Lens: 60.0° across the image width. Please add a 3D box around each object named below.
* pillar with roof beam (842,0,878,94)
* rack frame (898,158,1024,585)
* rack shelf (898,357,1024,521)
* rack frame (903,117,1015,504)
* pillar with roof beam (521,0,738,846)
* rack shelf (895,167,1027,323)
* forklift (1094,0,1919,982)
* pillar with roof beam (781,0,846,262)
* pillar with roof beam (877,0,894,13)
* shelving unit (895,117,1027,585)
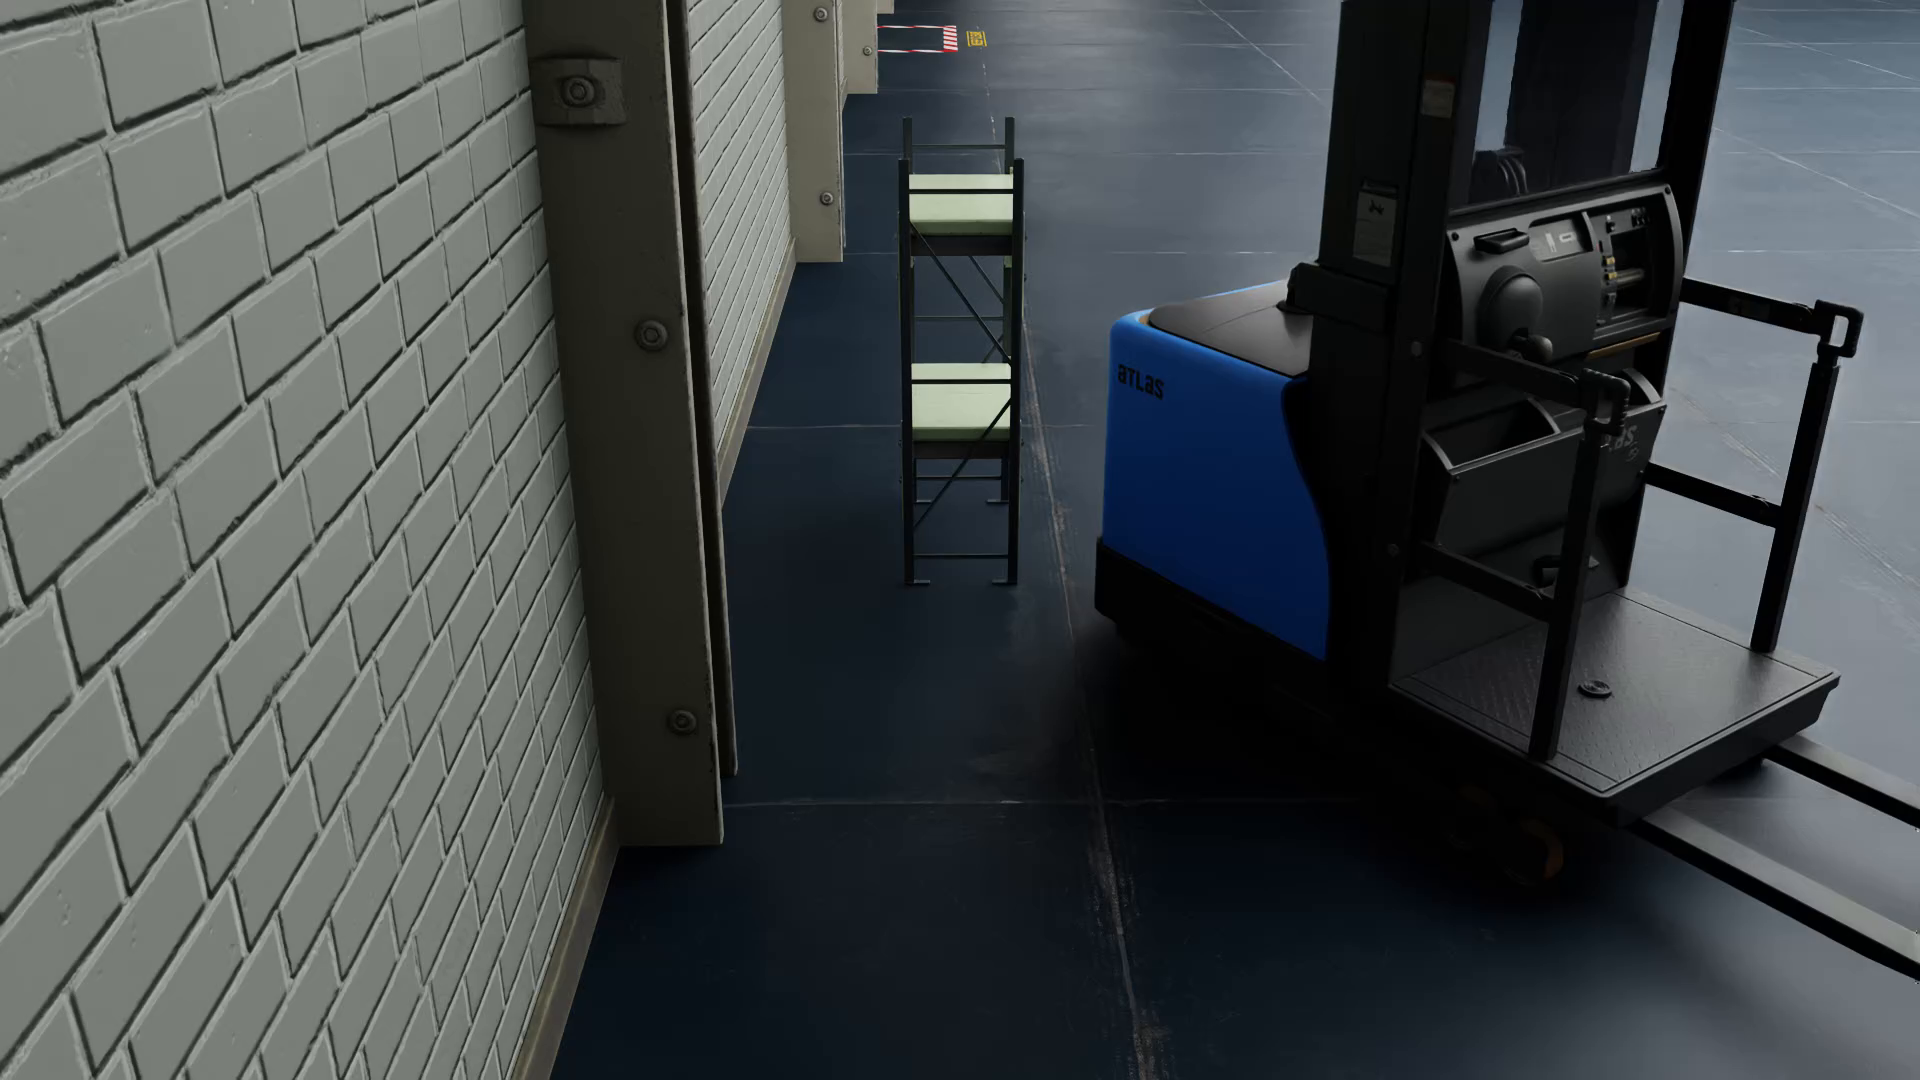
[{"bbox_3d":[3.379,-8.330,13.748,9.100,9.000,0.400,0,24,-1],"label":"pillar with roof beam"},{"bbox_3d":[0.004,-0.530,5.601,0.400,1.500,0.023,0,24,-1],"label":"rack frame"},{"bbox_3d":[0.000,-0.384,6.069,0.431,0.370,0.720,0,24,-1],"label":"rack shelf"},{"bbox_3d":[-0.004,-0.831,6.268,0.400,1.500,0.023,0,24,-1],"label":"rack frame"},{"bbox_3d":[3.510,-3.385,2.815,9.100,9.000,0.400,0,24,-1],"label":"pillar with roof beam"},{"bbox_3d":[0.000,-1.036,5.774,0.431,0.370,0.720,0,24,-1],"label":"rack shelf"},{"bbox_3d":[1.713,-0.674,4.184,1.130,2.935,3.031,-16,29,-32],"label":"forklift"},{"bbox_3d":[3.445,-5.858,8.281,9.100,9.000,0.400,0,24,-1],"label":"pillar with roof beam"},{"bbox_3d":[3.314,-10.802,19.214,9.100,9.000,0.400,0,24,-1],"label":"pillar with roof beam"},{"bbox_3d":[0.000,-0.681,5.935,0.431,1.500,0.755,0,24,-1],"label":"shelving unit"}]
